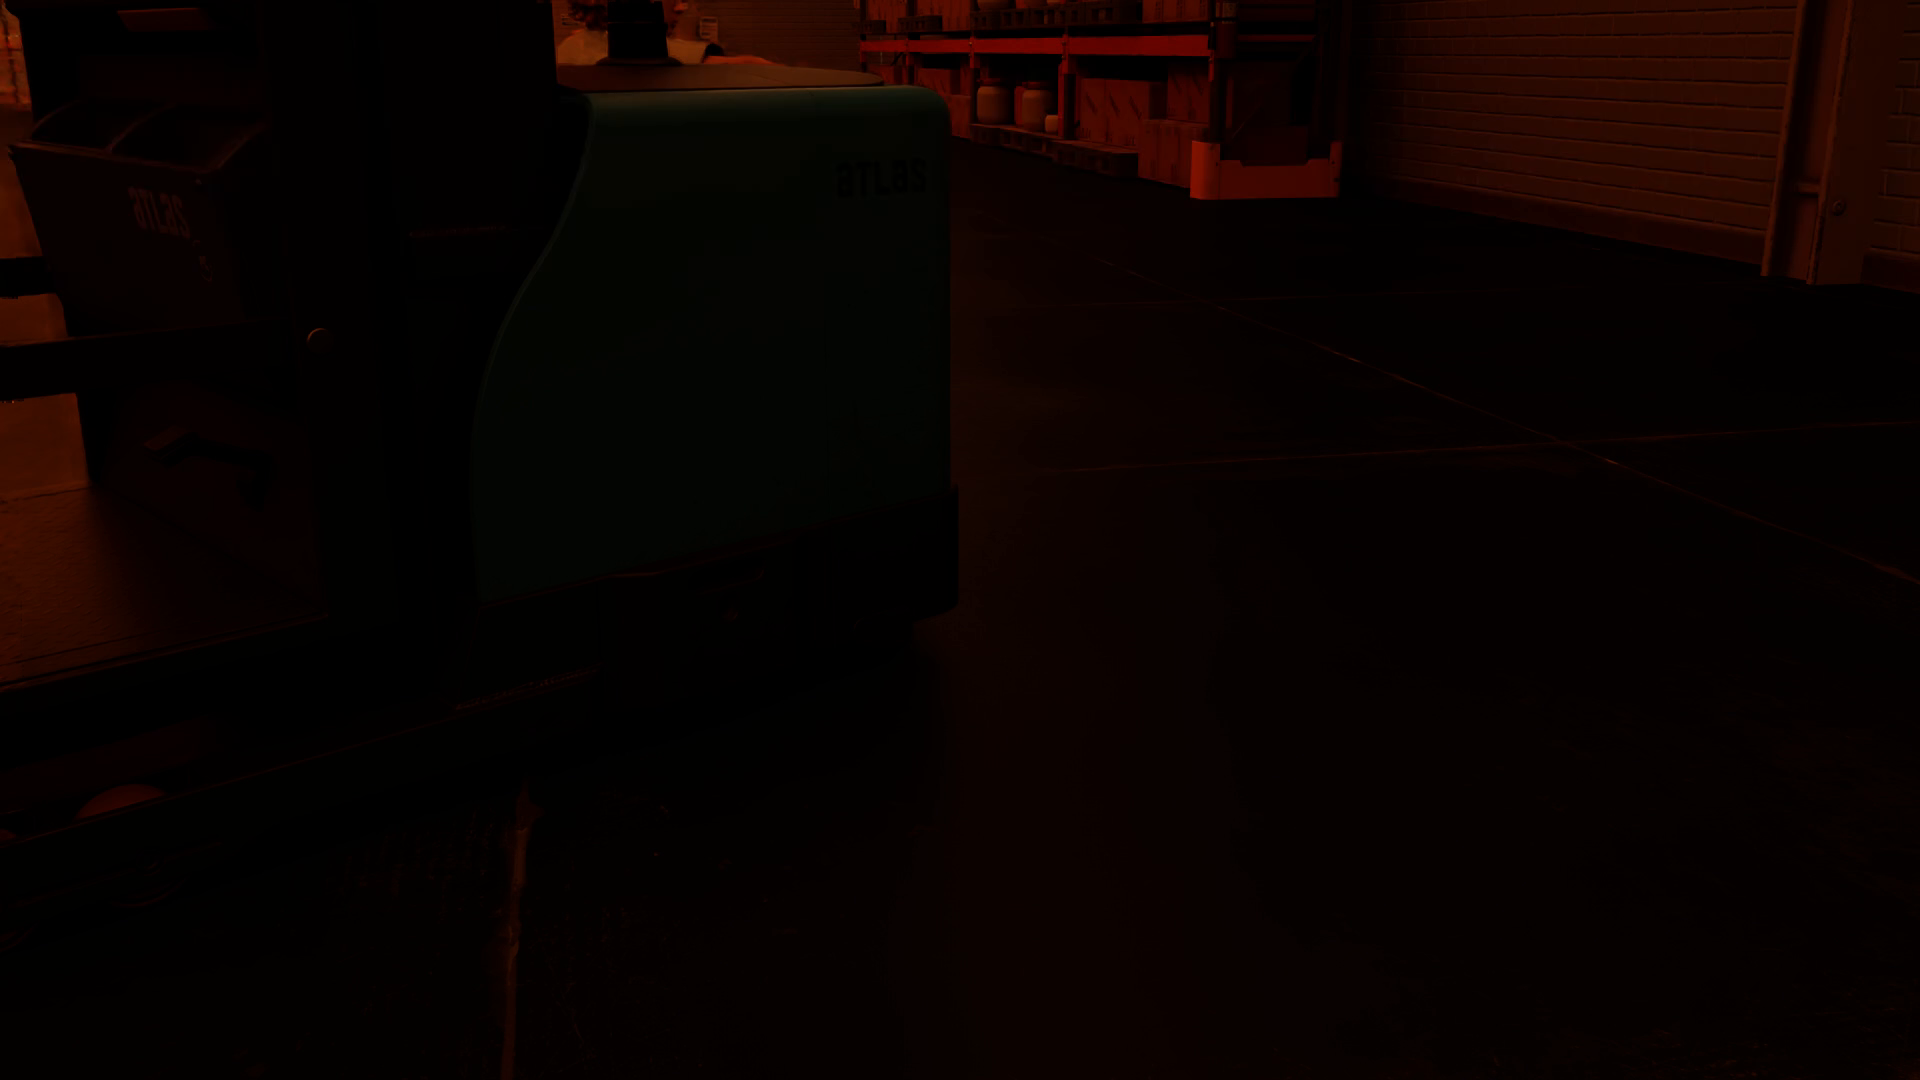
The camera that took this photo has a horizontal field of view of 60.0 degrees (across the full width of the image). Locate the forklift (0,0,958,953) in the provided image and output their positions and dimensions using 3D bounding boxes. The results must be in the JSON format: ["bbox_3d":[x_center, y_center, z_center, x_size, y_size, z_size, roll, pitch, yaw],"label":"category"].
[{"bbox_3d":[-1.423,-1.026,2.319,3.031,2.935,1.130,-15,22,-41],"label":"forklift"}]

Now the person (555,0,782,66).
[{"bbox_3d":[-0.682,-0.827,4.362,0.767,1.438,1.072,0,17,0],"label":"person"}]
